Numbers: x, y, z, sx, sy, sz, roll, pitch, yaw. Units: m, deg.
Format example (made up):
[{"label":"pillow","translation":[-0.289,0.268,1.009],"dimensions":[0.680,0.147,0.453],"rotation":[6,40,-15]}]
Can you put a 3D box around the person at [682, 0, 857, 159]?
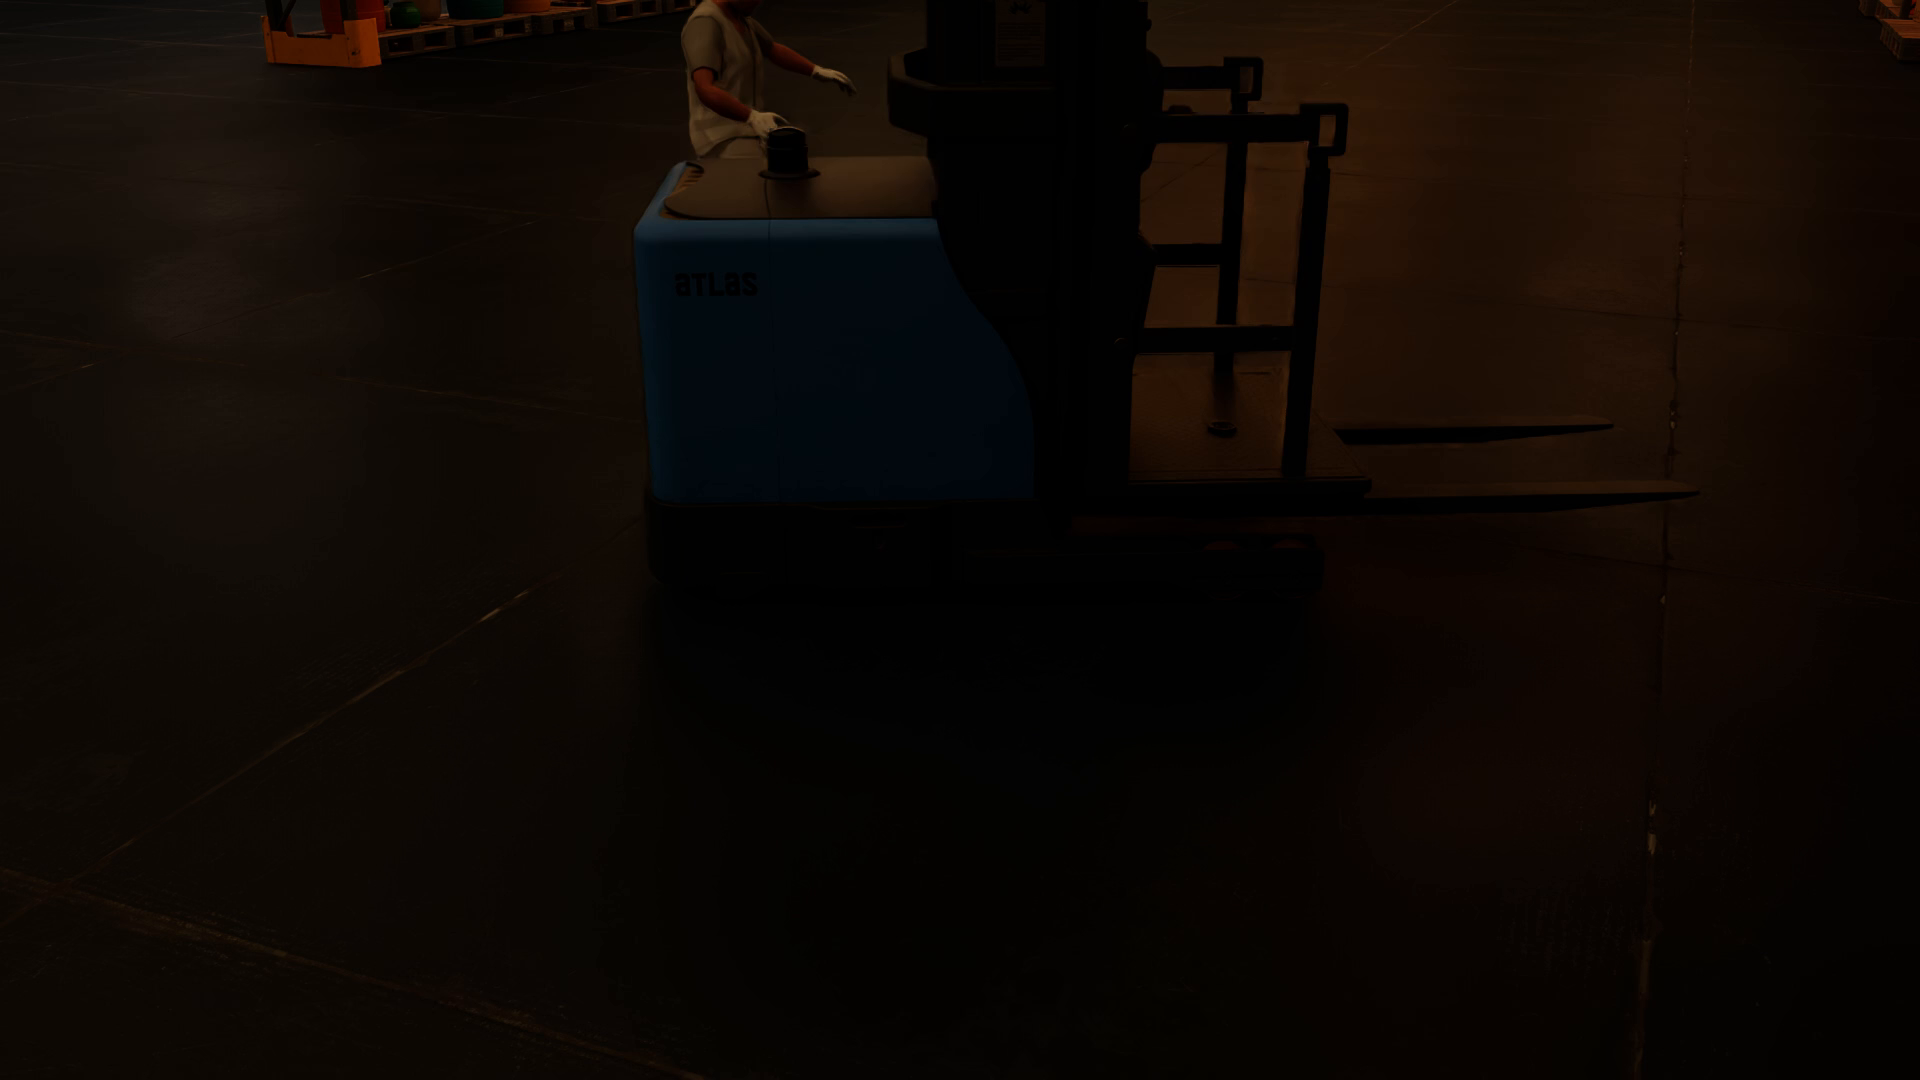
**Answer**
[{"label":"person","translation":[-0.859,-1.821,7.413],"dimensions":[1.002,1.590,1.164],"rotation":[5,23,12]}]

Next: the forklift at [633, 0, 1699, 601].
[{"label":"forklift","translation":[0.630,-1.385,4.605],"dimensions":[3.031,2.935,1.130],"rotation":[-1,23,-3]}]
